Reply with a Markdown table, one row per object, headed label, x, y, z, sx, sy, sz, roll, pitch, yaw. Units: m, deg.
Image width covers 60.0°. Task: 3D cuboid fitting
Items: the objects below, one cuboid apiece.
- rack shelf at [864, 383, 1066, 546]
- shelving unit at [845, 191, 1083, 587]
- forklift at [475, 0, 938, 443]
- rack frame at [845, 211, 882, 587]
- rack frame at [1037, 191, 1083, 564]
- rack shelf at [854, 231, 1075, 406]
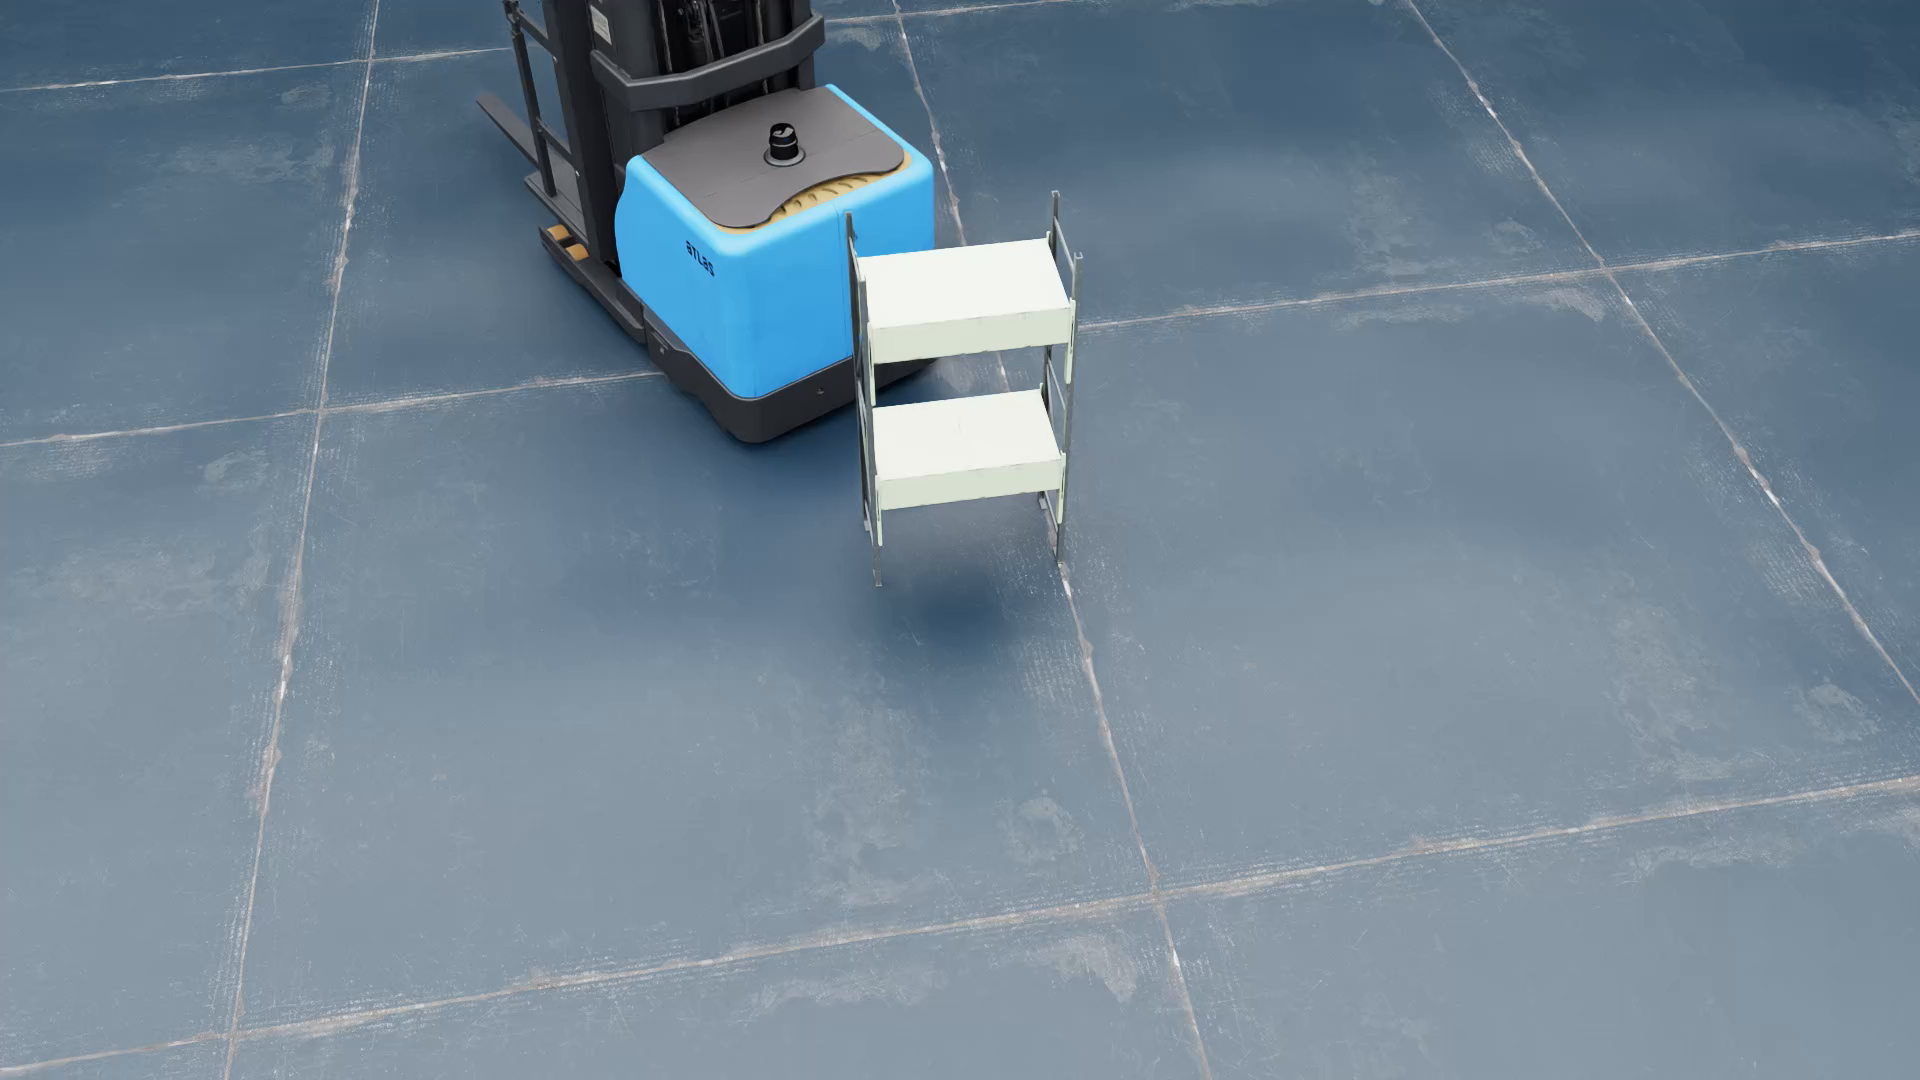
| label | x | y | z | sx | sy | sz | roll | pitch | yaw |
| --- | --- | --- | --- | --- | --- | --- | --- | --- | --- |
| rack shelf | 0.007 | -0.295 | 6.445 | 0.720 | 0.370 | 0.431 | -7 | 46 | -7 |
| shelving unit | 0.007 | -0.521 | 6.211 | 0.755 | 1.500 | 0.431 | -7 | 46 | -7 |
| forklift | -1.367 | -2.450 | 7.075 | 1.130 | 2.935 | 3.031 | -28 | 52 | -24 |
| rack frame | -0.354 | -0.476 | 6.167 | 0.023 | 1.500 | 0.400 | -7 | 46 | -7 |
| rack frame | 0.367 | -0.566 | 6.254 | 0.023 | 1.500 | 0.400 | -7 | 46 | -7 |
| rack shelf | 0.007 | -0.792 | 5.930 | 0.720 | 0.370 | 0.431 | -7 | 46 | -7 |
